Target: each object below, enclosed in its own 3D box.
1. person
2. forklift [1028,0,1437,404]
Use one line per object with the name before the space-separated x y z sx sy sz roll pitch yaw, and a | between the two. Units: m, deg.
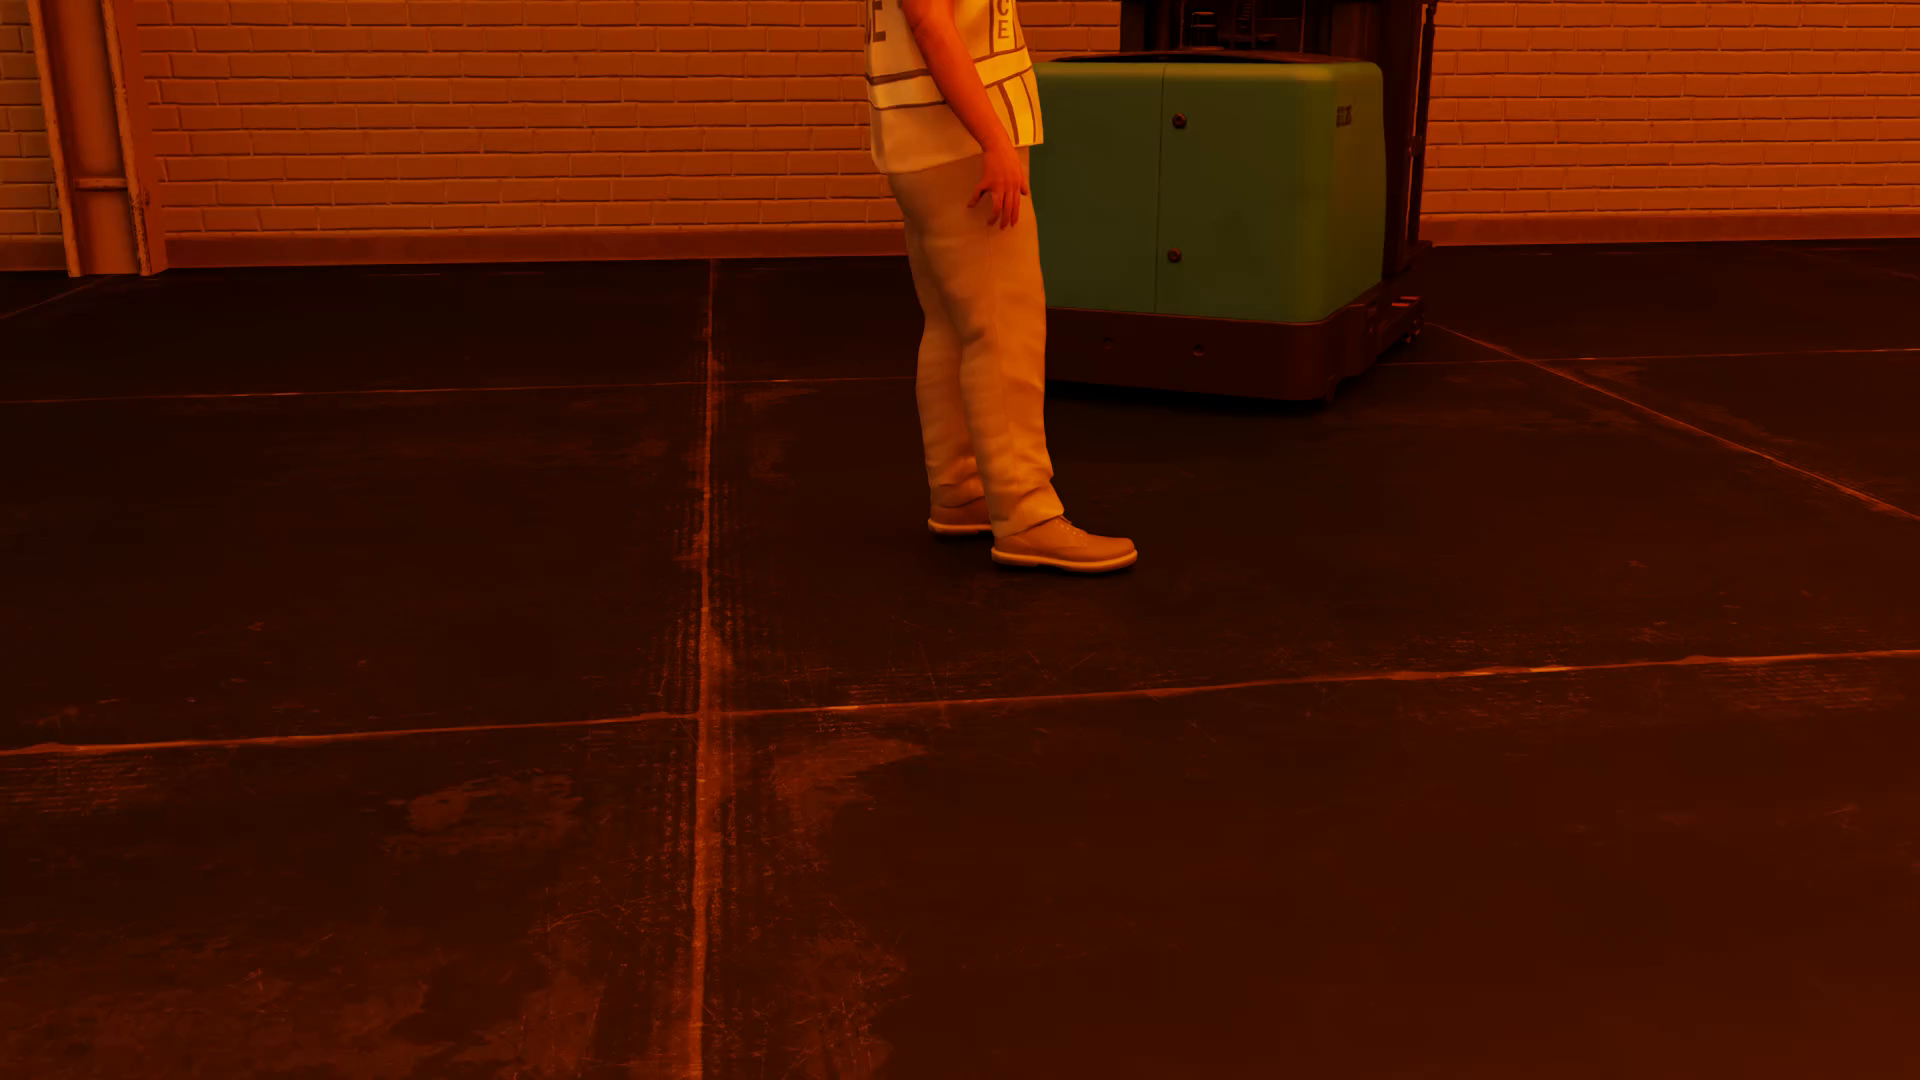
person | 0.078 -0.860 3.706 0.575 1.781 0.640 -2 17 -8
forklift | 1.234 -2.215 6.236 1.130 2.935 3.031 7 18 23
